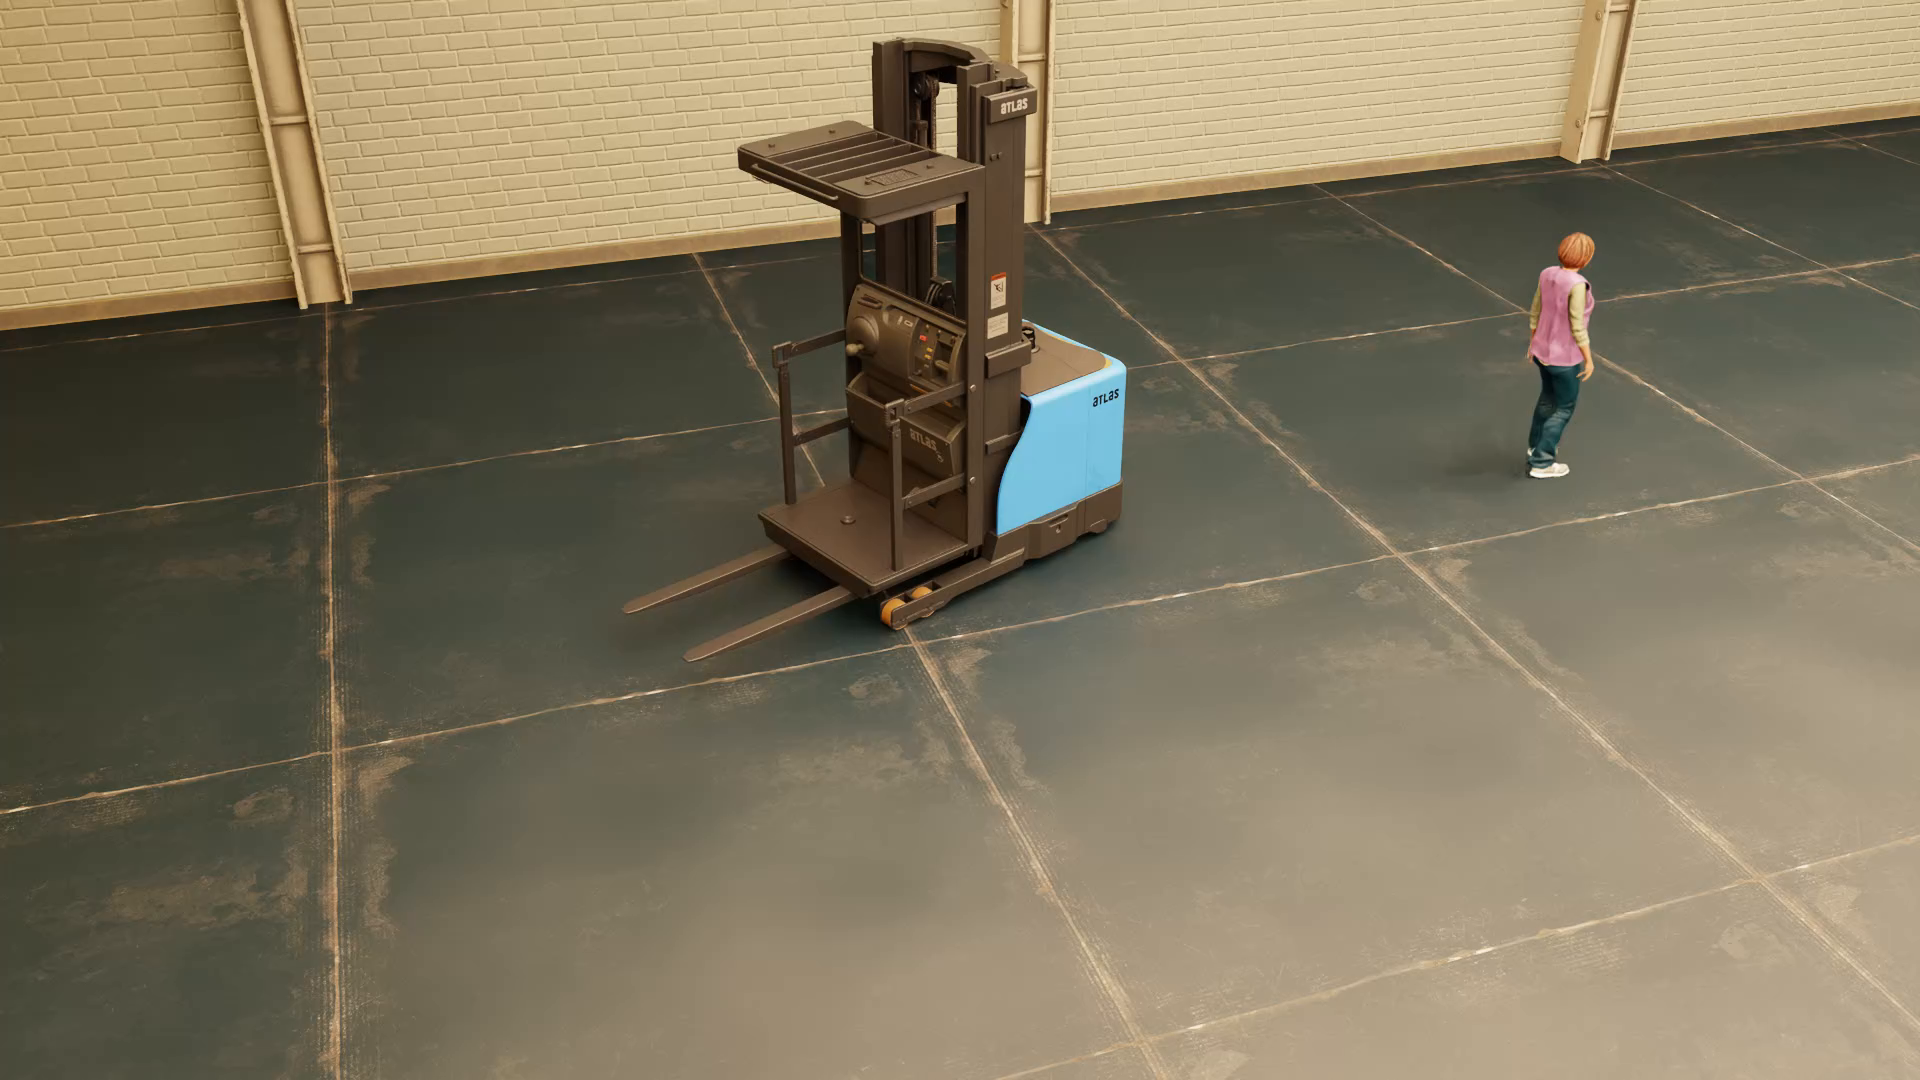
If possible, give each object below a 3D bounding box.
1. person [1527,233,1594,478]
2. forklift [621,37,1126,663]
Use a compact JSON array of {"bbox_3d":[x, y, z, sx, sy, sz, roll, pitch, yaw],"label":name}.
[{"bbox_3d":[3.817,-1.157,10.474,0.432,1.622,0.493,-9,31,-15],"label":"person"},{"bbox_3d":[-0.461,-1.072,8.951,3.031,2.935,1.130,-23,37,-34],"label":"forklift"}]
